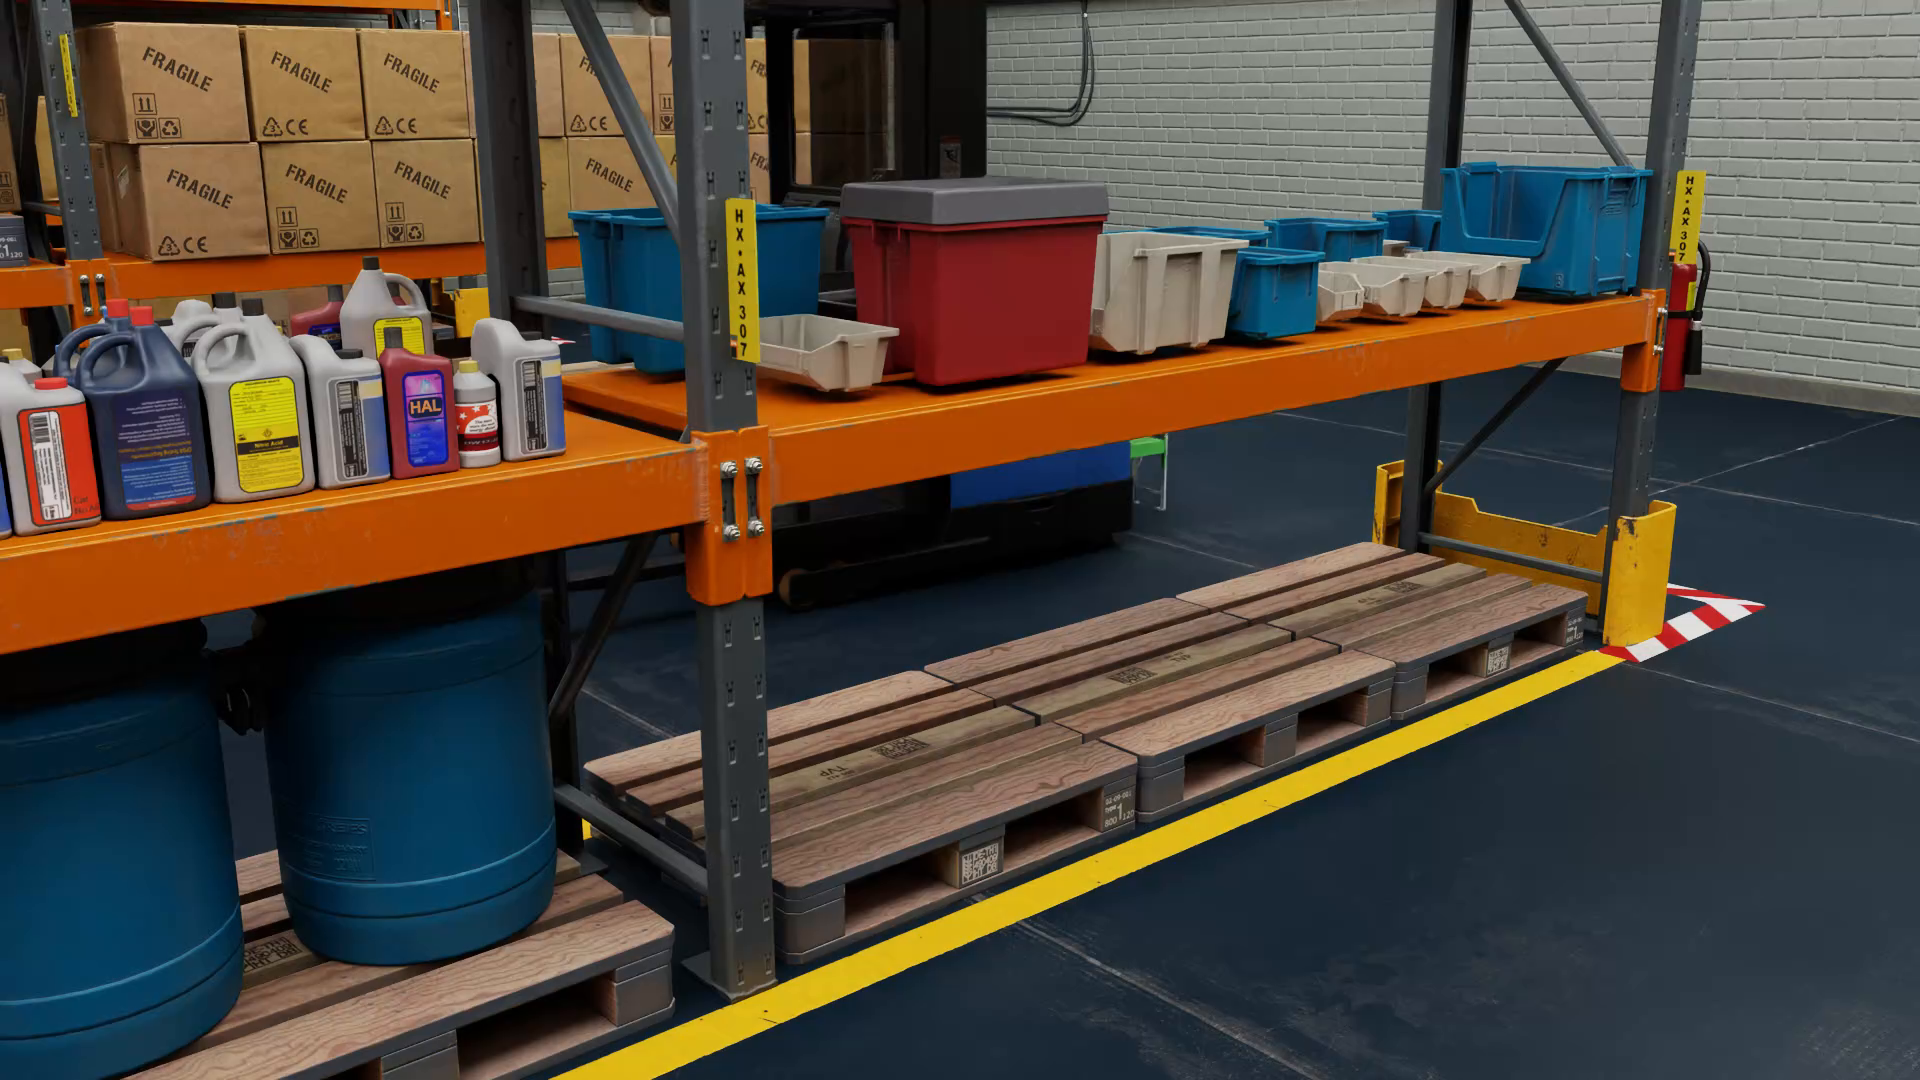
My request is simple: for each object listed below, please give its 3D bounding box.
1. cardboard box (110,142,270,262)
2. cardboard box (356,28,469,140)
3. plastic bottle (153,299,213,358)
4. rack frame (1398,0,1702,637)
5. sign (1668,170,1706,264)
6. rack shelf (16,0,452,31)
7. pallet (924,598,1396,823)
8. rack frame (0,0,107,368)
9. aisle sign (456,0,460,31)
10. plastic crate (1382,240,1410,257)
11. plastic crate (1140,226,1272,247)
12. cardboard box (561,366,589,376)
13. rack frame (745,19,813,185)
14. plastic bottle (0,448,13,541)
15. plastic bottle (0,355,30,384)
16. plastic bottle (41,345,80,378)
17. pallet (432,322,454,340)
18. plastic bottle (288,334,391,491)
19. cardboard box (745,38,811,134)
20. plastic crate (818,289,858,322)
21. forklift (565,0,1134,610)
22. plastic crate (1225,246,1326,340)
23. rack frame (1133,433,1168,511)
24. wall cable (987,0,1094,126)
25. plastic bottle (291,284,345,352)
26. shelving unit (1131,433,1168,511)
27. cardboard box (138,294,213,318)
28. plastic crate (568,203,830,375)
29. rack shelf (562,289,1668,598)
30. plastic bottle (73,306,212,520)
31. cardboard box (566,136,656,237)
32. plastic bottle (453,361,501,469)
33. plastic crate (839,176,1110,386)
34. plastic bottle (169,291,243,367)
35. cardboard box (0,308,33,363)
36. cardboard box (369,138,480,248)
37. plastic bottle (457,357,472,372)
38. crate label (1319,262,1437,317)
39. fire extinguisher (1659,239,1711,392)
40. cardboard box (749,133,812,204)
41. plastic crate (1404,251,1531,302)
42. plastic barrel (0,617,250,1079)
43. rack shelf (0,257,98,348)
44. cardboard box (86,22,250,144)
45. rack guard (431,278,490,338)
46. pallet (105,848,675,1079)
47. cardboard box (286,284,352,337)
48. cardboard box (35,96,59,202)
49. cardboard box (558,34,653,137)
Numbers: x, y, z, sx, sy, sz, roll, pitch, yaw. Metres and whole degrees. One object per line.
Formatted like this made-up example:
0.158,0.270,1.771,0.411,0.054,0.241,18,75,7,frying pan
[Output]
-3.485,-1.545,7.528,0.500,0.500,0.500,-12,19,-38,cardboard box
-2.731,-2.194,8.022,0.500,0.500,0.500,-13,20,-41,cardboard box
-1.674,-0.372,3.572,0.135,0.276,0.152,-13,19,-39,plastic bottle
2.218,-1.176,6.341,0.127,3.000,1.000,-13,19,-39,rack frame
2.592,-1.151,5.929,0.005,0.325,0.100,-13,19,-39,sign
-5.794,-3.868,11.999,4.000,0.370,1.077,-13,19,-39,rack shelf
0.651,0.509,5.436,1.213,0.211,1.003,-13,19,-39,pallet
-4.048,-1.464,7.417,0.127,3.000,1.000,-13,19,-39,rack frame
-4.034,-4.315,13.053,0.004,0.787,0.394,-13,19,-39,aisle sign
1.520,-1.062,6.307,0.298,0.136,0.250,-13,19,-39,plastic crate
0.823,-0.924,5.603,0.300,0.233,0.416,-13,19,-39,plastic crate
-2.381,-0.819,9.479,0.500,0.250,0.500,-13,19,-39,cardboard box
-1.030,-2.141,9.953,0.127,3.000,1.000,-13,19,-39,rack frame
-1.642,-0.139,2.698,0.135,0.276,0.152,-13,19,-39,plastic bottle
-1.636,-0.181,2.863,0.097,0.271,0.097,0,15,0,plastic bottle
-1.853,-0.306,3.466,0.097,0.201,0.097,0,15,0,plastic bottle
-4.837,-1.607,13.357,1.213,0.211,1.003,-13,19,-39,pallet
-1.160,-0.247,3.103,0.135,0.276,0.152,-13,19,-39,plastic bottle
-1.186,-2.544,9.329,0.500,0.500,0.500,-13,20,-40,cardboard box
-0.131,-0.637,4.737,0.590,0.125,0.437,-13,19,-39,plastic crate
-0.701,-1.289,6.895,3.031,2.935,1.130,-10,18,-34,forklift
0.837,-0.726,4.865,0.300,0.233,0.416,-13,19,-39,plastic crate
0.951,-0.751,8.238,0.015,1.200,0.240,-10,18,-34,rack frame
0.216,-5.392,16.514,0.112,2.526,3.097,-13,19,-39,wall cable
-1.456,-0.441,3.813,0.133,0.283,0.061,-13,19,-39,plastic bottle
0.752,-0.715,8.102,0.503,1.200,0.258,-10,18,-34,shelving unit
-5.901,-1.700,12.333,0.500,0.500,0.700,-12,19,-38,cardboard box
-0.671,-0.665,4.343,0.575,0.384,0.392,-13,19,-39,plastic crate
0.710,-0.490,5.165,4.000,0.370,1.077,-13,19,-39,rack shelf
-1.417,-0.224,2.872,0.185,0.351,0.144,-13,19,-39,plastic bottle
-1.959,-1.889,8.814,0.500,0.500,0.500,-12,19,-39,cardboard box
-0.954,-0.248,3.251,0.097,0.201,0.097,0,15,0,plastic bottle
0.039,-0.661,4.171,0.583,0.464,0.402,-13,19,-39,plastic crate
-1.372,-0.283,3.094,0.185,0.351,0.144,-13,19,-39,plastic bottle
-6.671,-1.529,11.692,0.500,0.500,0.700,-12,19,-39,cardboard box
-2.721,-1.717,8.171,0.500,0.500,0.500,-13,20,-40,cardboard box
-0.980,-0.294,3.423,0.097,0.201,0.097,0,15,0,plastic bottle
1.300,-0.806,5.350,0.243,0.136,0.396,-13,19,-39,crate label
2.630,-0.896,6.163,0.183,0.674,0.296,-13,19,-39,fire extinguisher
-1.190,-2.061,9.458,0.500,0.500,0.500,-12,19,-38,cardboard box
1.722,-0.904,5.718,0.243,0.136,0.396,-13,19,-39,plastic crate
-1.755,0.521,3.239,0.708,0.901,0.600,-13,19,-39,plastic barrel
-5.557,-0.777,6.241,4.000,0.370,1.077,-13,19,-39,rack shelf
-3.508,-2.020,7.368,0.500,0.500,0.500,-12,19,-38,cardboard box
-4.267,-1.901,13.899,0.348,0.500,1.175,-13,19,-39,rack guard
-1.409,0.971,3.705,1.213,0.211,1.003,-13,19,-39,pallet
-5.125,-1.877,12.996,0.500,0.500,0.700,-13,20,-40,cardboard box
-6.328,-2.783,11.777,0.700,0.700,0.980,-13,20,-41,cardboard box
-1.954,-2.369,8.675,0.500,0.500,0.500,-12,19,-38,cardboard box
